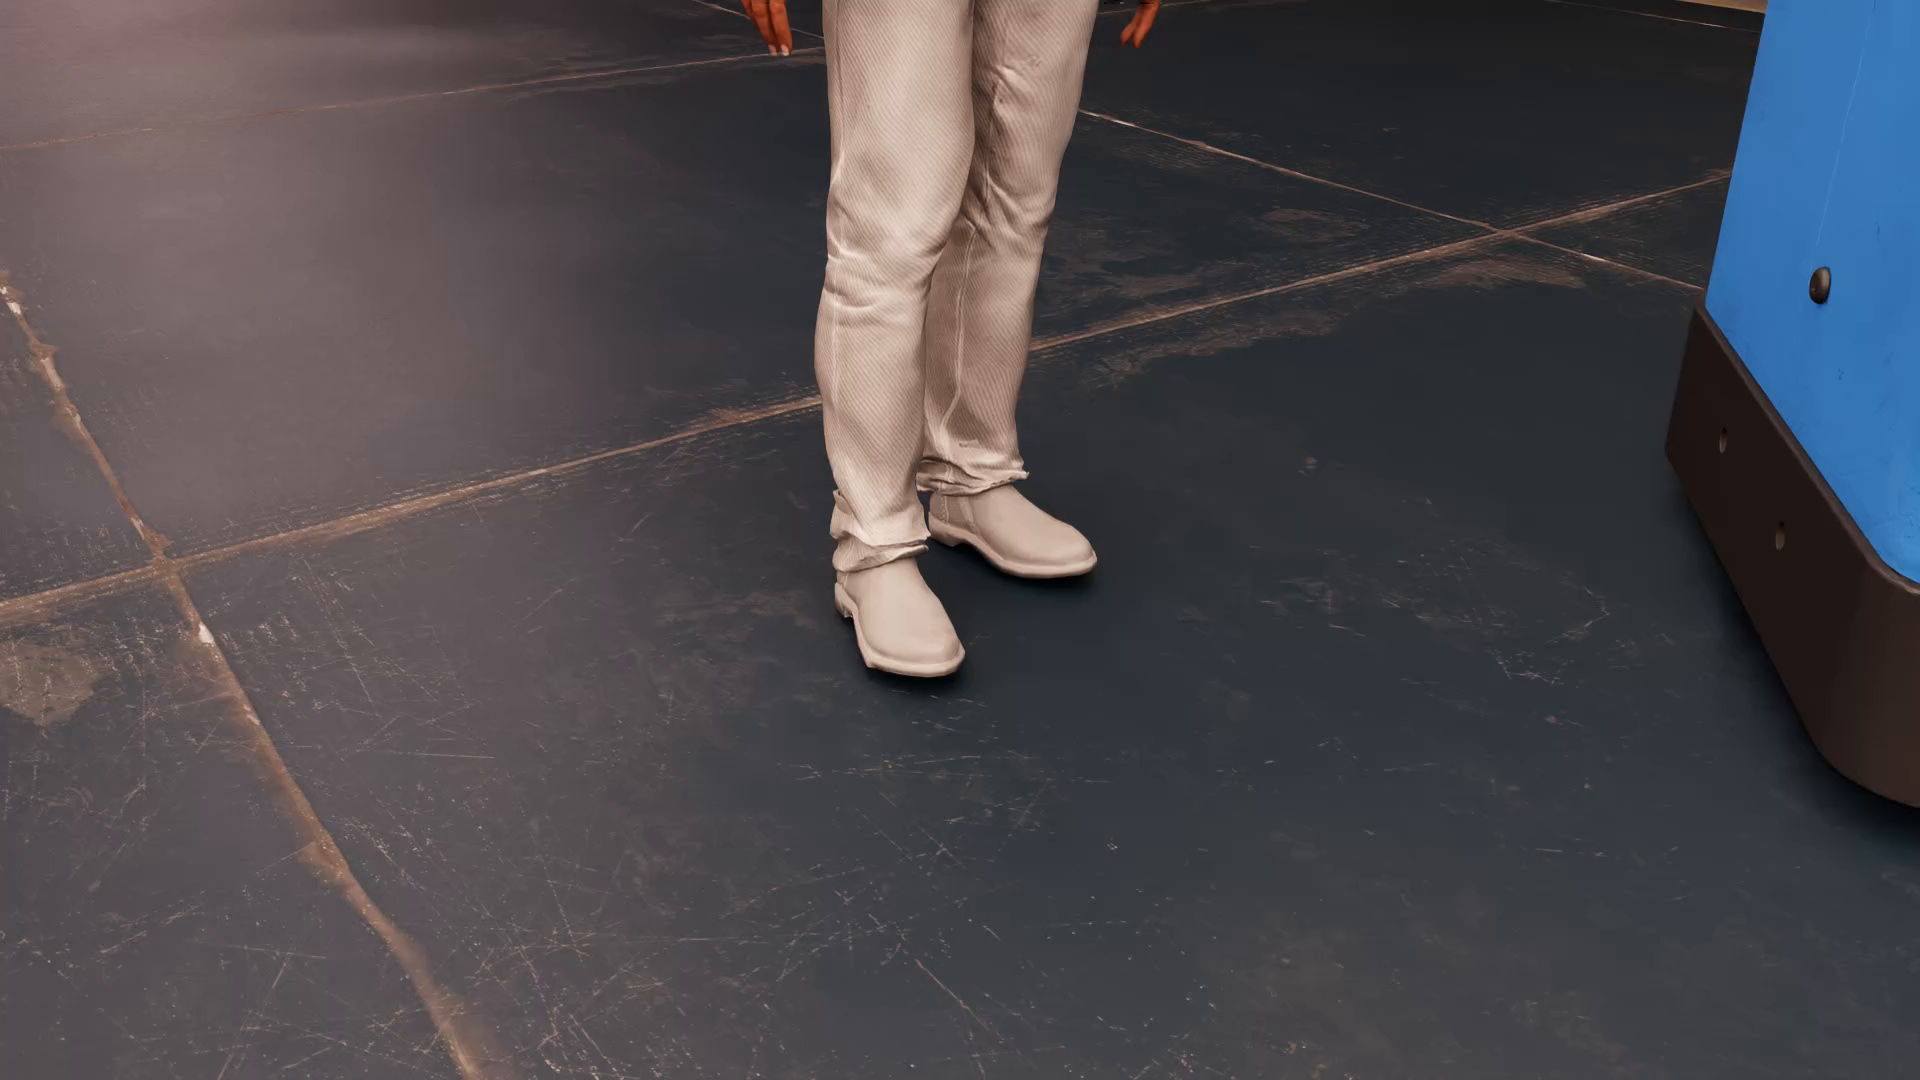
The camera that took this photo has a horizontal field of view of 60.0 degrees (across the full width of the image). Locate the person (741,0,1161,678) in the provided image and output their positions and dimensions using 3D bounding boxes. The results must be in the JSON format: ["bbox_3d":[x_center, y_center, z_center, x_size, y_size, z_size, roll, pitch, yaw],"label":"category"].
[{"bbox_3d":[0.036,-0.769,2.047,0.666,1.766,0.576,-17,31,-31],"label":"person"}]

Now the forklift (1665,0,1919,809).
[{"bbox_3d":[2.527,-1.078,1.381,3.031,2.935,1.130,4,27,9],"label":"forklift"}]
